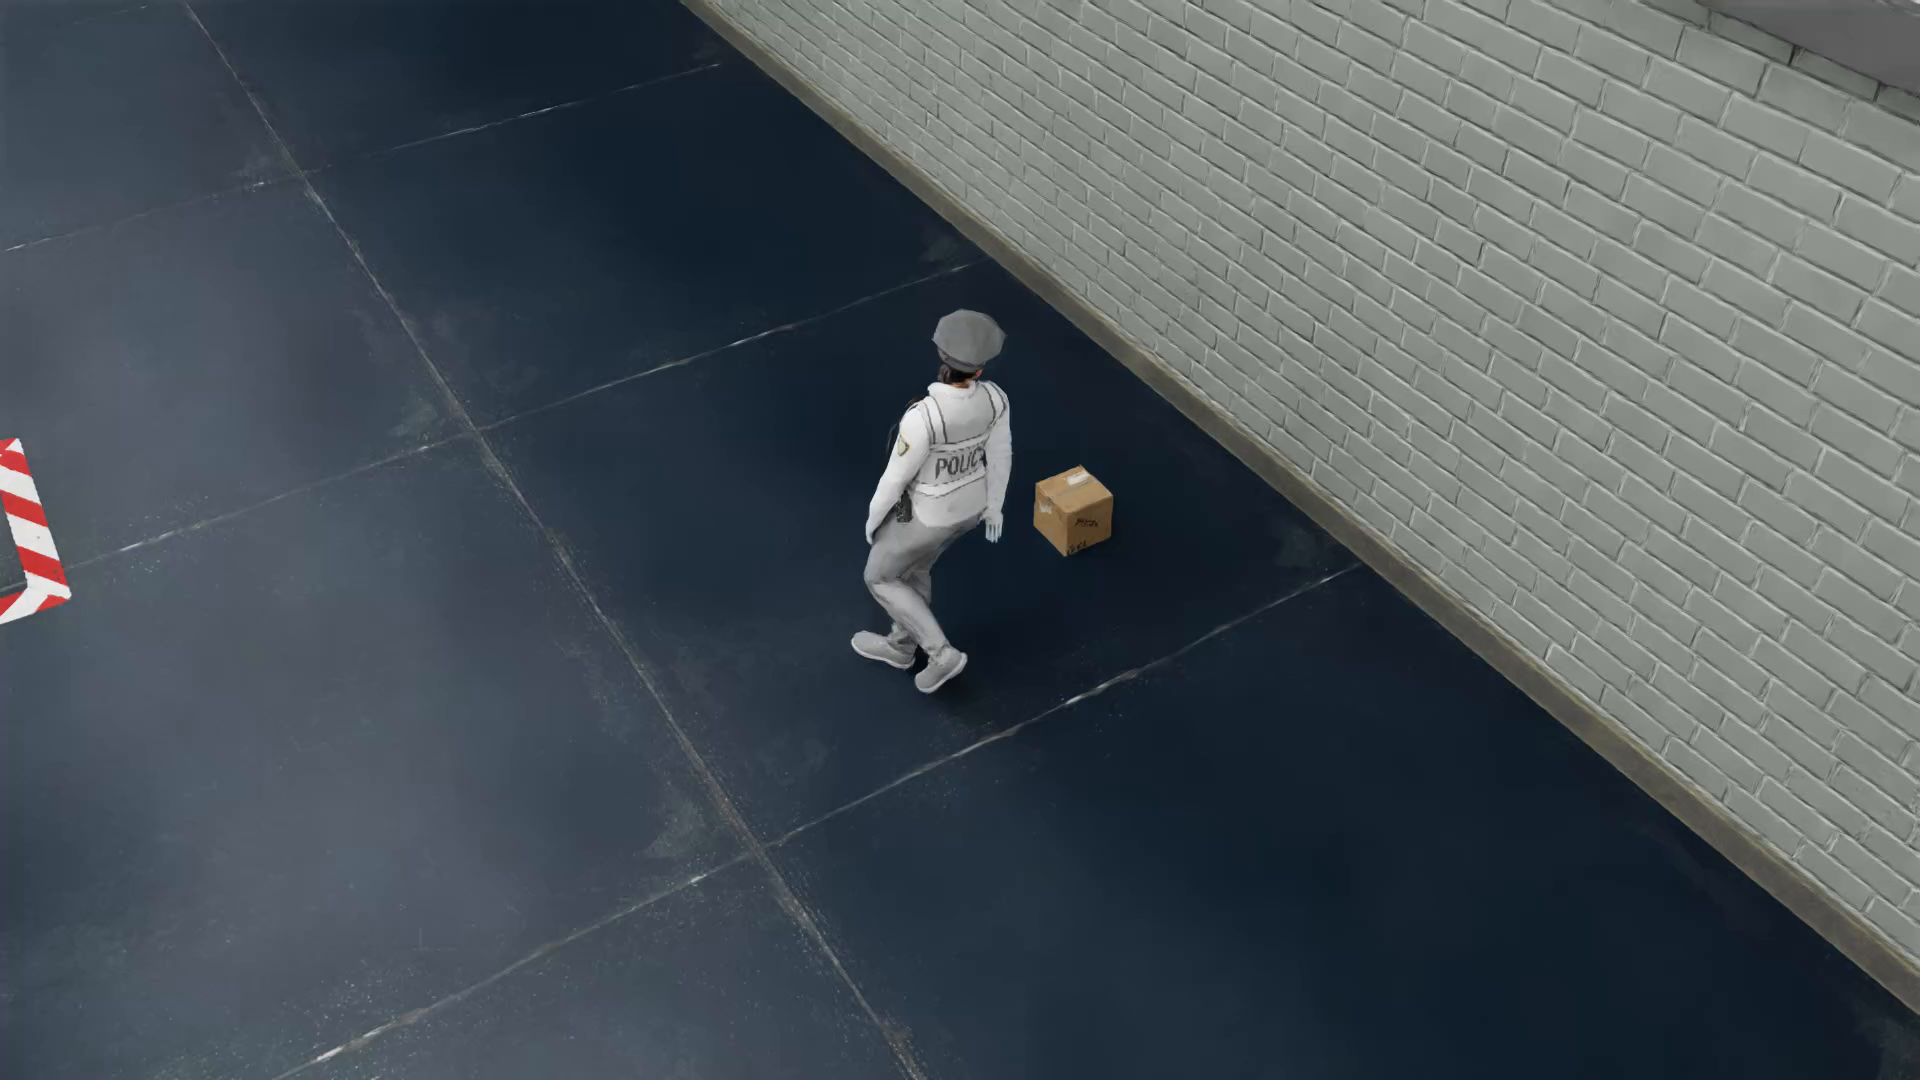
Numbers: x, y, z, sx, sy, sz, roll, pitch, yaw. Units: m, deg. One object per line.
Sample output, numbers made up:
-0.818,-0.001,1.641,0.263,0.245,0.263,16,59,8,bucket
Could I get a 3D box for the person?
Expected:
-0.093,-0.130,6.328,0.527,1.625,0.605,-32,50,-31,person
